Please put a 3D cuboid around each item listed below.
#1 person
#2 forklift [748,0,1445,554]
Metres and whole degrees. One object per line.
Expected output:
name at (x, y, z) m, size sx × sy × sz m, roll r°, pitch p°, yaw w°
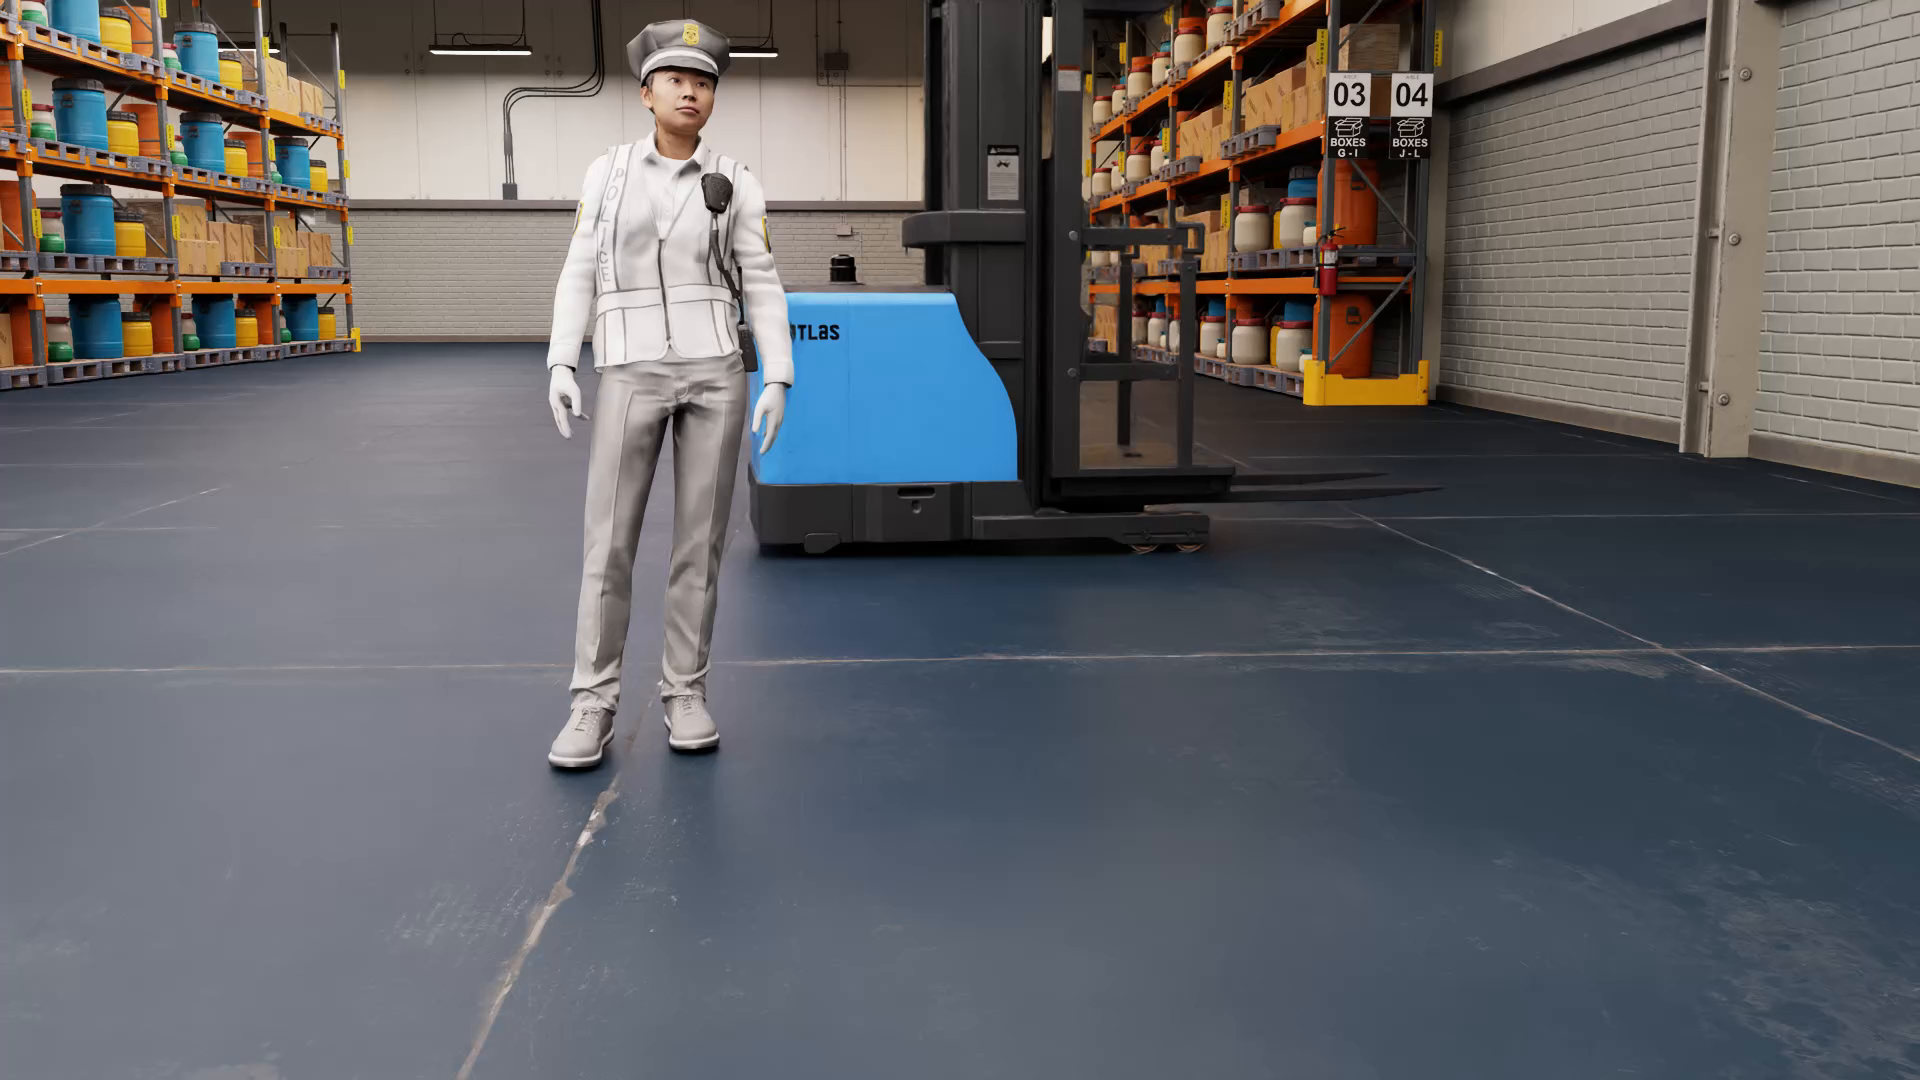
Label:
person at (-0.681, -0.359, 3.910) m, size 0.587 × 1.694 × 0.531 m, roll -1°, pitch 9°, yaw -9°
forklift at (0.599, -1.472, 7.244) m, size 3.031 × 2.935 × 1.130 m, roll -1°, pitch 9°, yaw -9°
